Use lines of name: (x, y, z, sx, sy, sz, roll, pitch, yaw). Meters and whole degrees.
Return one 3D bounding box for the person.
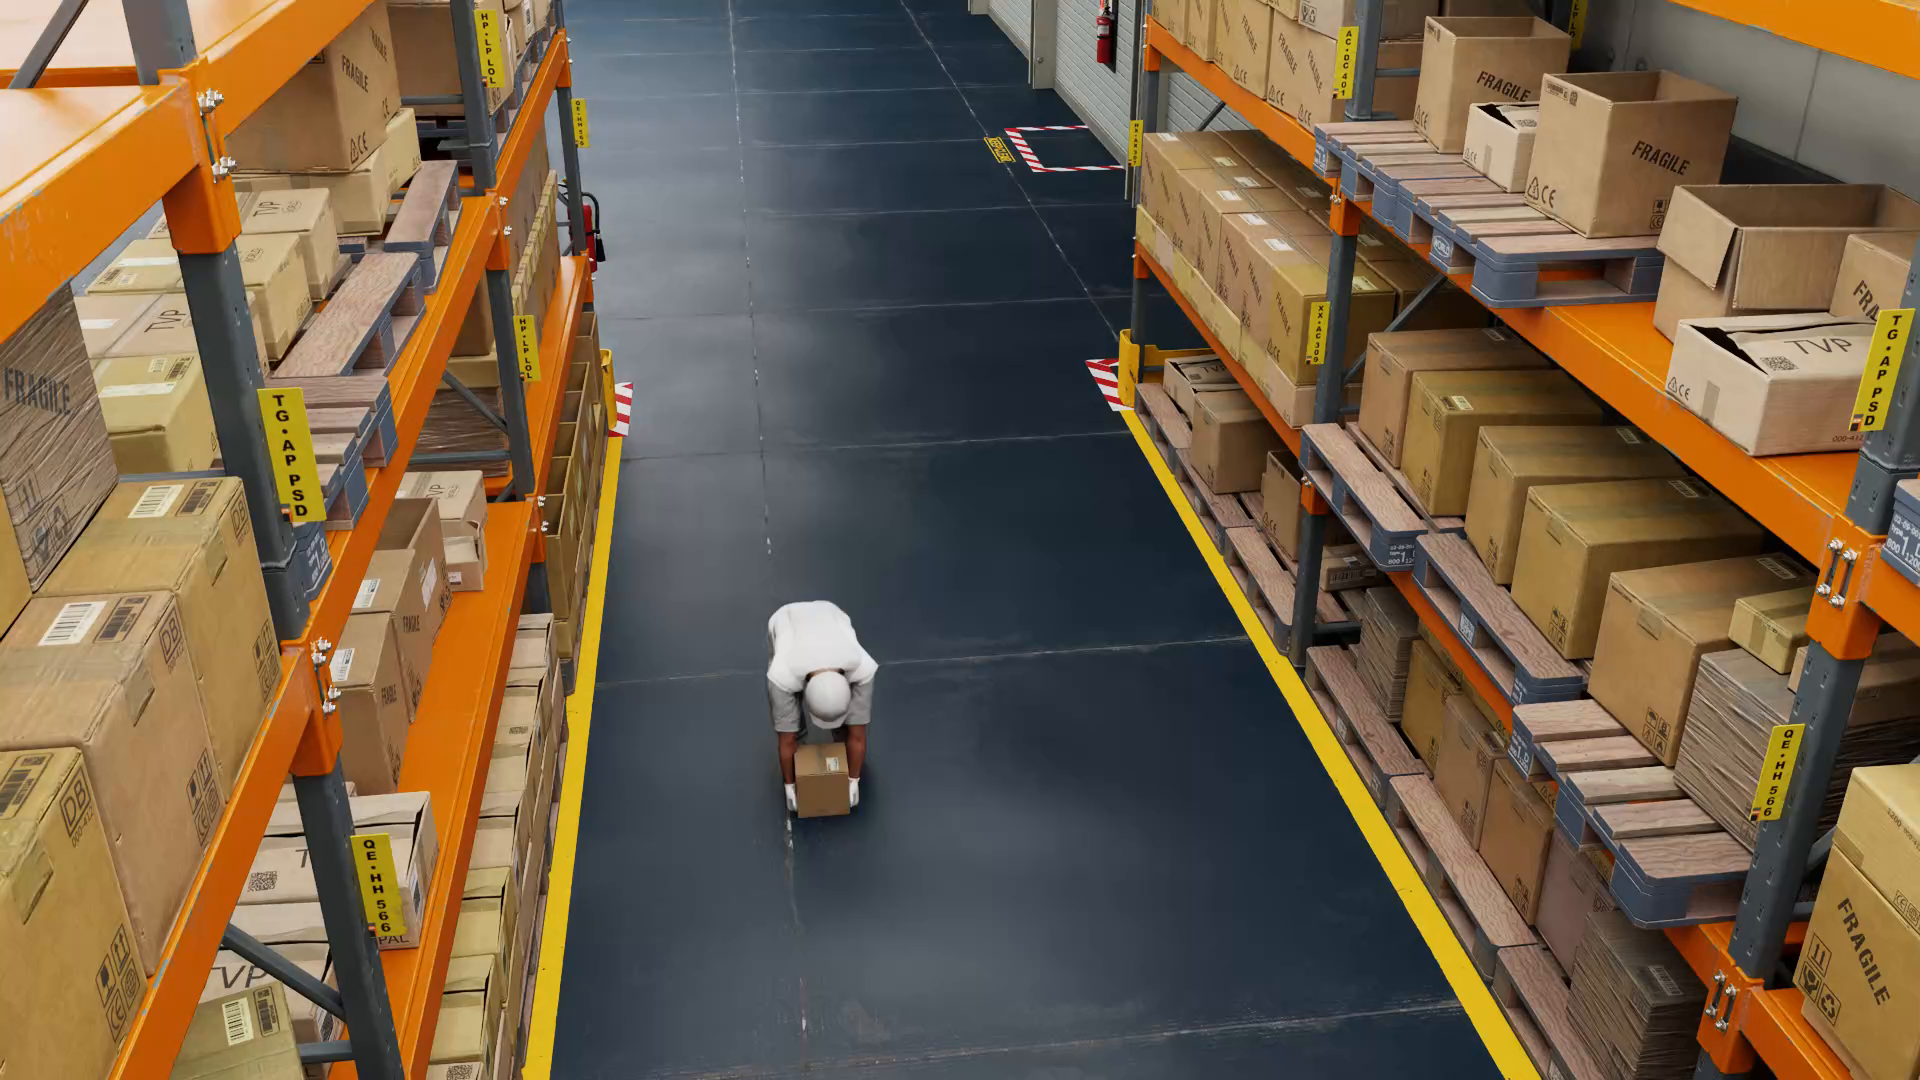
person: (-0.678, 0.775, 8.151, 0.532, 0.846, 0.992, -4, 27, -9)
